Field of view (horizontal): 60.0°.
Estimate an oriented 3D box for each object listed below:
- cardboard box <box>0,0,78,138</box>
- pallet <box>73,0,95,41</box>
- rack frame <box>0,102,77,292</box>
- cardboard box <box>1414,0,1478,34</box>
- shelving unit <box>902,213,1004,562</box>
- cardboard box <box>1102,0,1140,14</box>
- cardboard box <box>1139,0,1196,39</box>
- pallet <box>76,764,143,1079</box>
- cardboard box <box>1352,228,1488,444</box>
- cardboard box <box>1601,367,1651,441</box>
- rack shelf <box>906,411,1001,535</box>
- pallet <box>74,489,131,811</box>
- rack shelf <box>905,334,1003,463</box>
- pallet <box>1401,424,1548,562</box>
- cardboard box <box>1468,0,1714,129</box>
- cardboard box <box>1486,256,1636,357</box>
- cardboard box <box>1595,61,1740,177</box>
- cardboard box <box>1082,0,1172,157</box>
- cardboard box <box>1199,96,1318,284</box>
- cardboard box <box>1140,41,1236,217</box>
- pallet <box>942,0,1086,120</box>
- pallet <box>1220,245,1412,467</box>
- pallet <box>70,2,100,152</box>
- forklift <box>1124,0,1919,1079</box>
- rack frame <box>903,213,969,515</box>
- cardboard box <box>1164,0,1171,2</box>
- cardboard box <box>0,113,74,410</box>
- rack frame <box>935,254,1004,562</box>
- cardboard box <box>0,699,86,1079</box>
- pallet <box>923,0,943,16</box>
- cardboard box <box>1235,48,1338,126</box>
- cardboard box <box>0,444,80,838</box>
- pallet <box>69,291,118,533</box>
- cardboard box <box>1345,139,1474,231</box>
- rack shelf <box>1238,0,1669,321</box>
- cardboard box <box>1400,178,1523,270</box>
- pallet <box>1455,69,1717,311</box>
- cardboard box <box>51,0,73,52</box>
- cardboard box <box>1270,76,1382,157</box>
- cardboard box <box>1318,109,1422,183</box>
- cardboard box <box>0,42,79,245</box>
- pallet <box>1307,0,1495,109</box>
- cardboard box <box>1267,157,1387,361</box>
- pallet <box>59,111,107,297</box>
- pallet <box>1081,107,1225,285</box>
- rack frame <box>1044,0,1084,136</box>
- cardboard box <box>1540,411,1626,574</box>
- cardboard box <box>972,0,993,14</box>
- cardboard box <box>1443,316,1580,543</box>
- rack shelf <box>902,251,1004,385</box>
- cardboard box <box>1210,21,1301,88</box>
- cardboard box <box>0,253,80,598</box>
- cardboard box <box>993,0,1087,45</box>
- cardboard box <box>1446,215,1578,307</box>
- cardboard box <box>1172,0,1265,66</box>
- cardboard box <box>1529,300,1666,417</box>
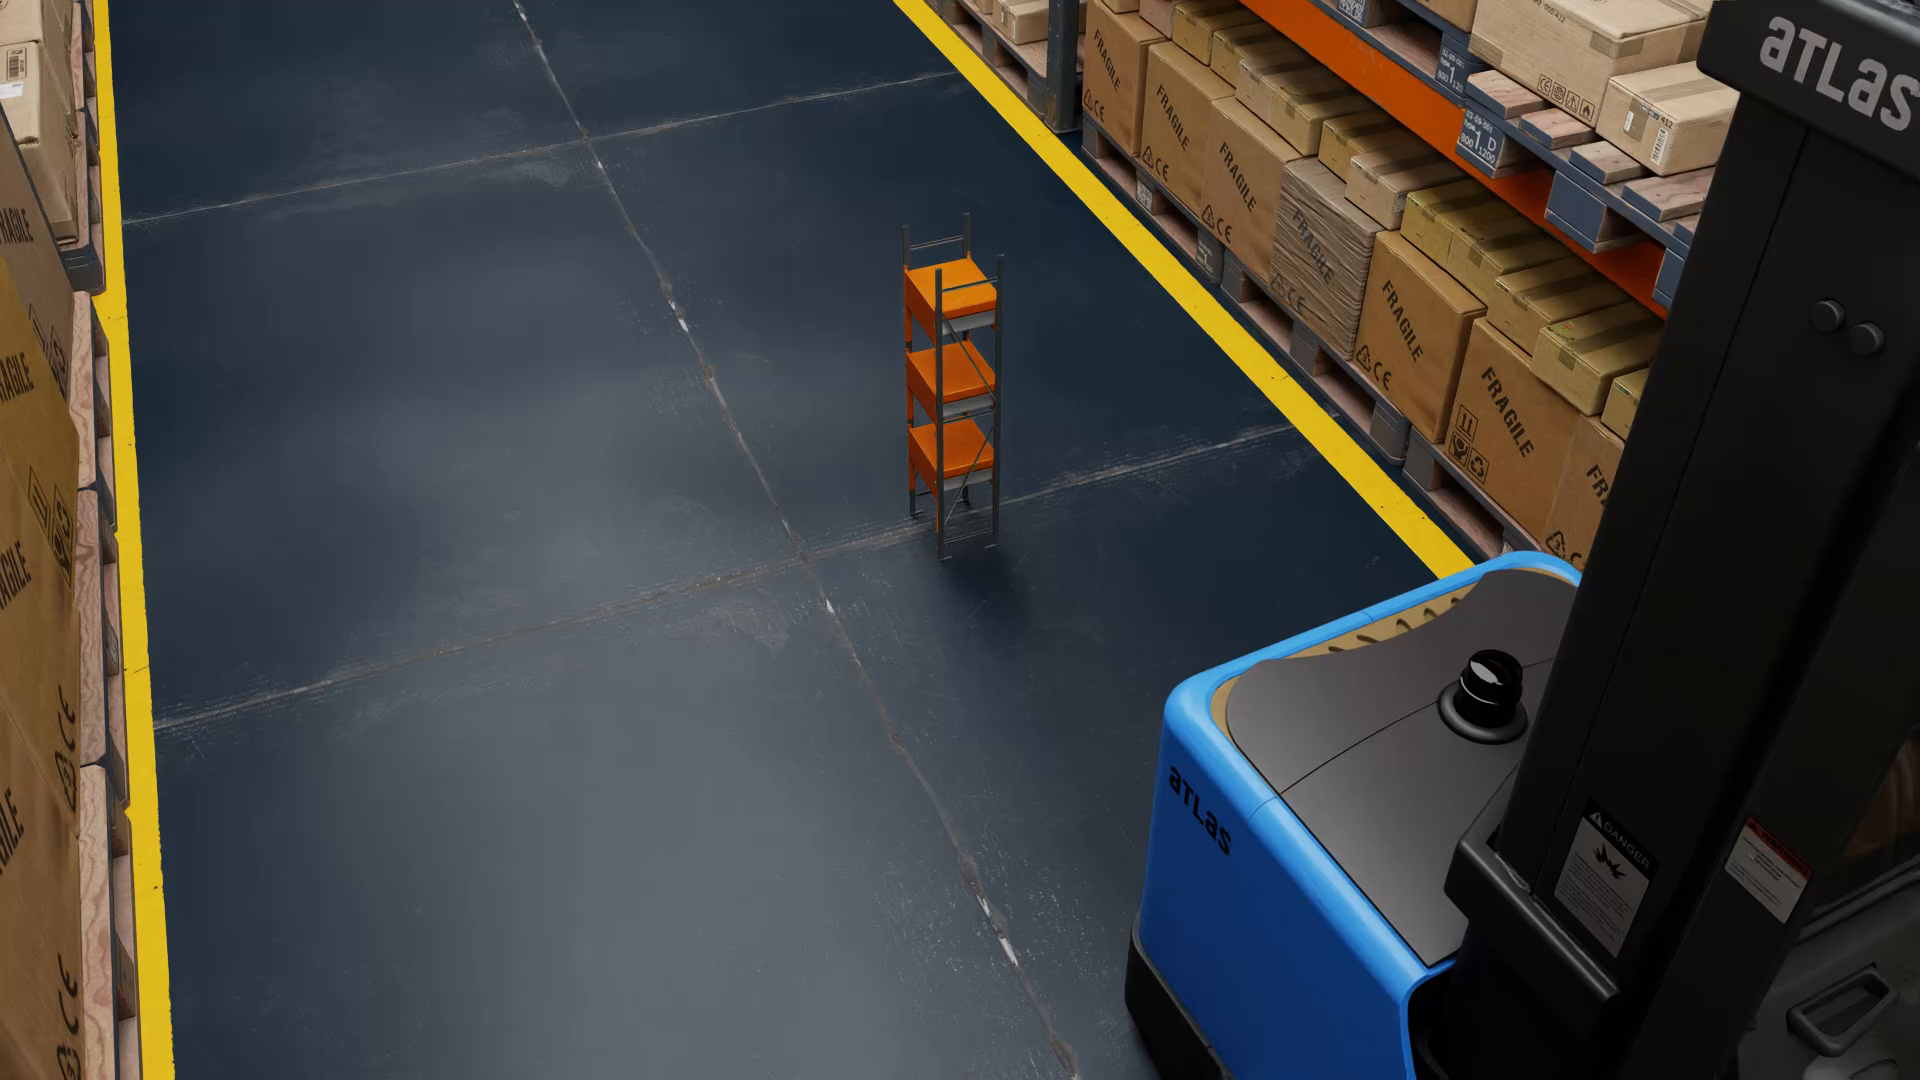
[{"bbox_3d":[-4.210,-1.967,6.880,0.875,0.438,0.875,-16,43,-18],"label":"cardboard box"},{"bbox_3d":[-4.878,-2.726,8.258,1.003,0.211,1.213,-15,43,-17],"label":"pallet"},{"bbox_3d":[-3.725,-1.835,5.084,1.000,3.000,0.127,-15,43,-17],"label":"rack frame"},{"bbox_3d":[1.594,-1.802,4.644,0.797,0.503,0.637,-16,43,-18],"label":"cardboard box"},{"bbox_3d":[-0.020,-0.430,4.945,0.215,1.050,0.252,-15,43,-17],"label":"shelving unit"},{"bbox_3d":[0.751,-2.251,6.665,0.380,0.149,0.250,-13,42,-15],"label":"cardboard box"},{"bbox_3d":[0.928,-2.103,6.493,0.380,0.149,0.250,-16,43,-18],"label":"cardboard box"},{"bbox_3d":[-2.427,1.138,3.765,1.003,0.211,1.213,-15,43,-17],"label":"pallet"},{"bbox_3d":[1.645,-0.698,5.356,0.500,0.500,0.500,-13,42,-15],"label":"cardboard box"},{"bbox_3d":[1.967,-0.358,4.463,0.380,0.149,0.250,-17,44,-19],"label":"cardboard box"},{"bbox_3d":[-0.020,-0.212,5.133,0.215,0.259,0.240,-15,43,-17],"label":"rack shelf"},{"bbox_3d":[-2.890,0.404,4.618,1.003,0.211,1.213,-15,43,-17],"label":"pallet"},{"bbox_3d":[-0.020,-0.422,4.952,0.215,0.259,0.240,-15,43,-17],"label":"rack shelf"},{"bbox_3d":[2.139,-0.068,5.168,1.003,0.211,1.213,-15,43,-17],"label":"pallet"},{"bbox_3d":[1.687,-1.324,4.282,0.500,0.250,0.500,-17,44,-19],"label":"cardboard box"},{"bbox_3d":[1.774,-0.684,4.843,0.380,0.149,0.250,-16,43,-18],"label":"cardboard box"},{"bbox_3d":[1.784,-1.030,4.018,0.380,0.149,0.250,-14,43,-16],"label":"cardboard box"},{"bbox_3d":[0.836,-1.940,6.800,0.500,0.500,0.500,-13,42,-15],"label":"cardboard box"},{"bbox_3d":[1.236,-1.320,6.079,0.500,0.500,0.500,-16,43,-18],"label":"cardboard box"},{"bbox_3d":[1.049,-1.622,6.430,0.500,0.500,0.500,-16,43,-17],"label":"cardboard box"},{"bbox_3d":[0.597,-2.433,7.917,1.003,0.211,1.213,-15,43,-17],"label":"pallet"},{"bbox_3d":[1.676,-0.802,6.021,1.003,0.211,1.213,-15,43,-17],"label":"pallet"},{"bbox_3d":[-4.415,-1.992,7.404,1.003,0.211,1.213,-15,43,-17],"label":"pallet"},{"bbox_3d":[1.509,0.702,2.186,1.130,2.935,3.031,-19,44,-20],"label":"forklift"},{"bbox_3d":[-0.067,-0.504,5.031,0.200,1.050,0.008,-15,43,-17],"label":"rack frame"},{"bbox_3d":[0.894,-2.219,6.399,0.380,0.149,0.250,-17,44,-19],"label":"cardboard box"},{"bbox_3d":[-3.414,-0.836,5.229,0.875,0.875,0.875,-14,43,-16],"label":"cardboard box"},{"bbox_3d":[0.026,-0.357,4.860,0.200,1.050,0.008,-15,43,-17],"label":"rack frame"},{"bbox_3d":[-2.382,0.784,3.346,0.875,0.875,0.875,-15,43,-17],"label":"cardboard box"},{"bbox_3d":[0.127,-3.169,8.773,1.003,0.211,1.213,-15,43,-17],"label":"pallet"},{"bbox_3d":[1.215,-1.630,5.943,0.380,0.149,0.250,-15,43,-17],"label":"cardboard box"},{"bbox_3d":[-2.720,0.245,3.972,0.875,0.875,0.875,-15,43,-16],"label":"cardboard box"},{"bbox_3d":[-3.360,-0.332,5.474,1.003,0.211,1.213,-15,43,-17],"label":"pallet"},{"bbox_3d":[1.485,-1.164,5.400,0.380,0.149,0.250,-17,44,-19],"label":"cardboard box"},{"bbox_3d":[1.624,-1.598,5.360,1.077,0.370,4.000,-15,43,-17],"label":"rack shelf"},{"bbox_3d":[1.619,-1.005,5.216,0.380,0.149,0.250,-16,43,-17],"label":"cardboard box"},{"bbox_3d":[2.066,-0.984,4.241,1.213,0.211,1.003,-15,43,-17],"label":"pallet"},{"bbox_3d":[-4.553,-2.511,7.512,0.875,0.438,0.875,-14,43,-16],"label":"cardboard box"},{"bbox_3d":[1.308,-1.480,5.768,0.380,0.149,0.250,-14,43,-15],"label":"cardboard box"},{"bbox_3d":[1.438,-1.325,5.587,0.380,0.149,0.250,-15,43,-17],"label":"cardboard box"},{"bbox_3d":[-3.866,-1.428,6.253,0.875,0.438,0.875,-16,43,-17],"label":"cardboard box"},{"bbox_3d":[1.641,-1.764,5.148,1.003,0.211,1.213,-15,43,-17],"label":"pallet"},{"bbox_3d":[1.429,-1.006,5.714,0.500,0.500,0.500,-17,43,-18],"label":"cardboard box"},{"bbox_3d":[-3.944,-1.256,6.548,1.003,0.211,1.213,-15,43,-17],"label":"pallet"},{"bbox_3d":[1.205,-1.538,6.877,1.003,0.211,1.213,-15,43,-17],"label":"pallet"},{"bbox_3d":[0.859,-3.076,6.526,1.000,3.000,0.127,-15,43,-17],"label":"rack frame"},{"bbox_3d":[2.029,-0.079,4.636,0.500,0.500,0.500,-14,43,-16],"label":"cardboard box"},{"bbox_3d":[0.238,-2.676,7.836,0.396,0.266,0.258,-14,43,-15],"label":"cardboard box"},{"bbox_3d":[1.847,-0.383,4.990,0.500,0.500,0.500,-16,43,-17],"label":"cardboard box"},{"bbox_3d":[-0.020,-0.637,4.767,0.215,0.259,0.240,-15,43,-17],"label":"rack shelf"},{"bbox_3d":[1.154,-1.790,6.128,0.380,0.149,0.250,-16,43,-18],"label":"cardboard box"},{"bbox_3d":[-3.061,-0.293,4.598,0.875,0.875,0.875,-14,43,-16],"label":"cardboard box"},{"bbox_3d":[0.375,-2.417,7.624,0.380,0.149,0.250,-16,43,-18],"label":"cardboard box"},{"bbox_3d":[1.715,-0.855,5.041,0.380,0.149,0.250,-14,43,-16],"label":"cardboard box"},{"bbox_3d":[1.037,-1.952,6.316,0.380,0.149,0.250,-17,44,-19],"label":"cardboard box"},{"bbox_3d":[1.834,-0.515,4.646,0.380,0.149,0.250,-17,44,-19],"label":"cardboard box"}]
